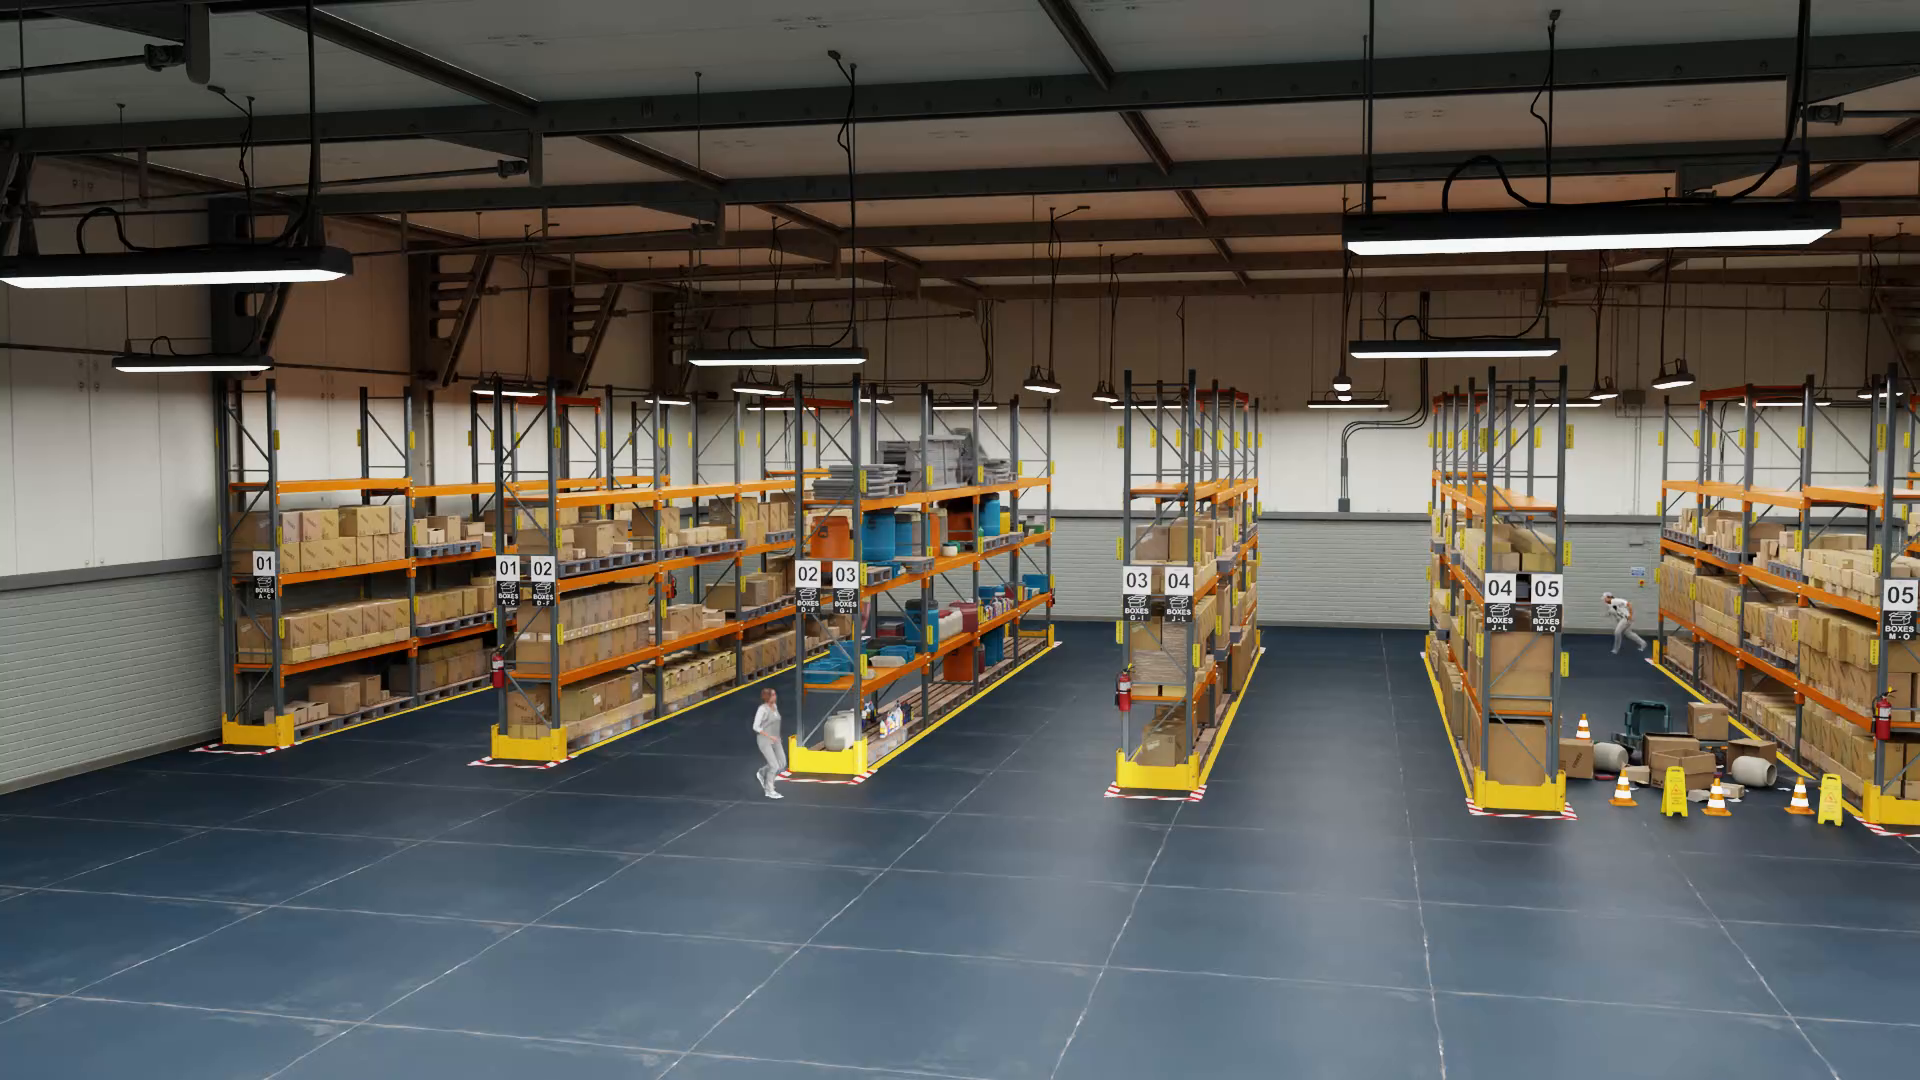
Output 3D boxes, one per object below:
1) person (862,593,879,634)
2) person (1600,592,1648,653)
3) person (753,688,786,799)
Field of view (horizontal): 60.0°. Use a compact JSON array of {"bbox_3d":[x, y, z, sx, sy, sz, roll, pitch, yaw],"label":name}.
[{"bbox_3d":[-2.412,1.608,43.219,0.632,1.615,0.555,-1,4,-16],"label":"person"},{"bbox_3d":[15.660,1.951,39.224,1.161,1.468,0.600,-1,3,-11],"label":"person"},{"bbox_3d":[-2.698,2.845,23.227,0.548,1.538,0.557,2,4,33],"label":"person"}]
